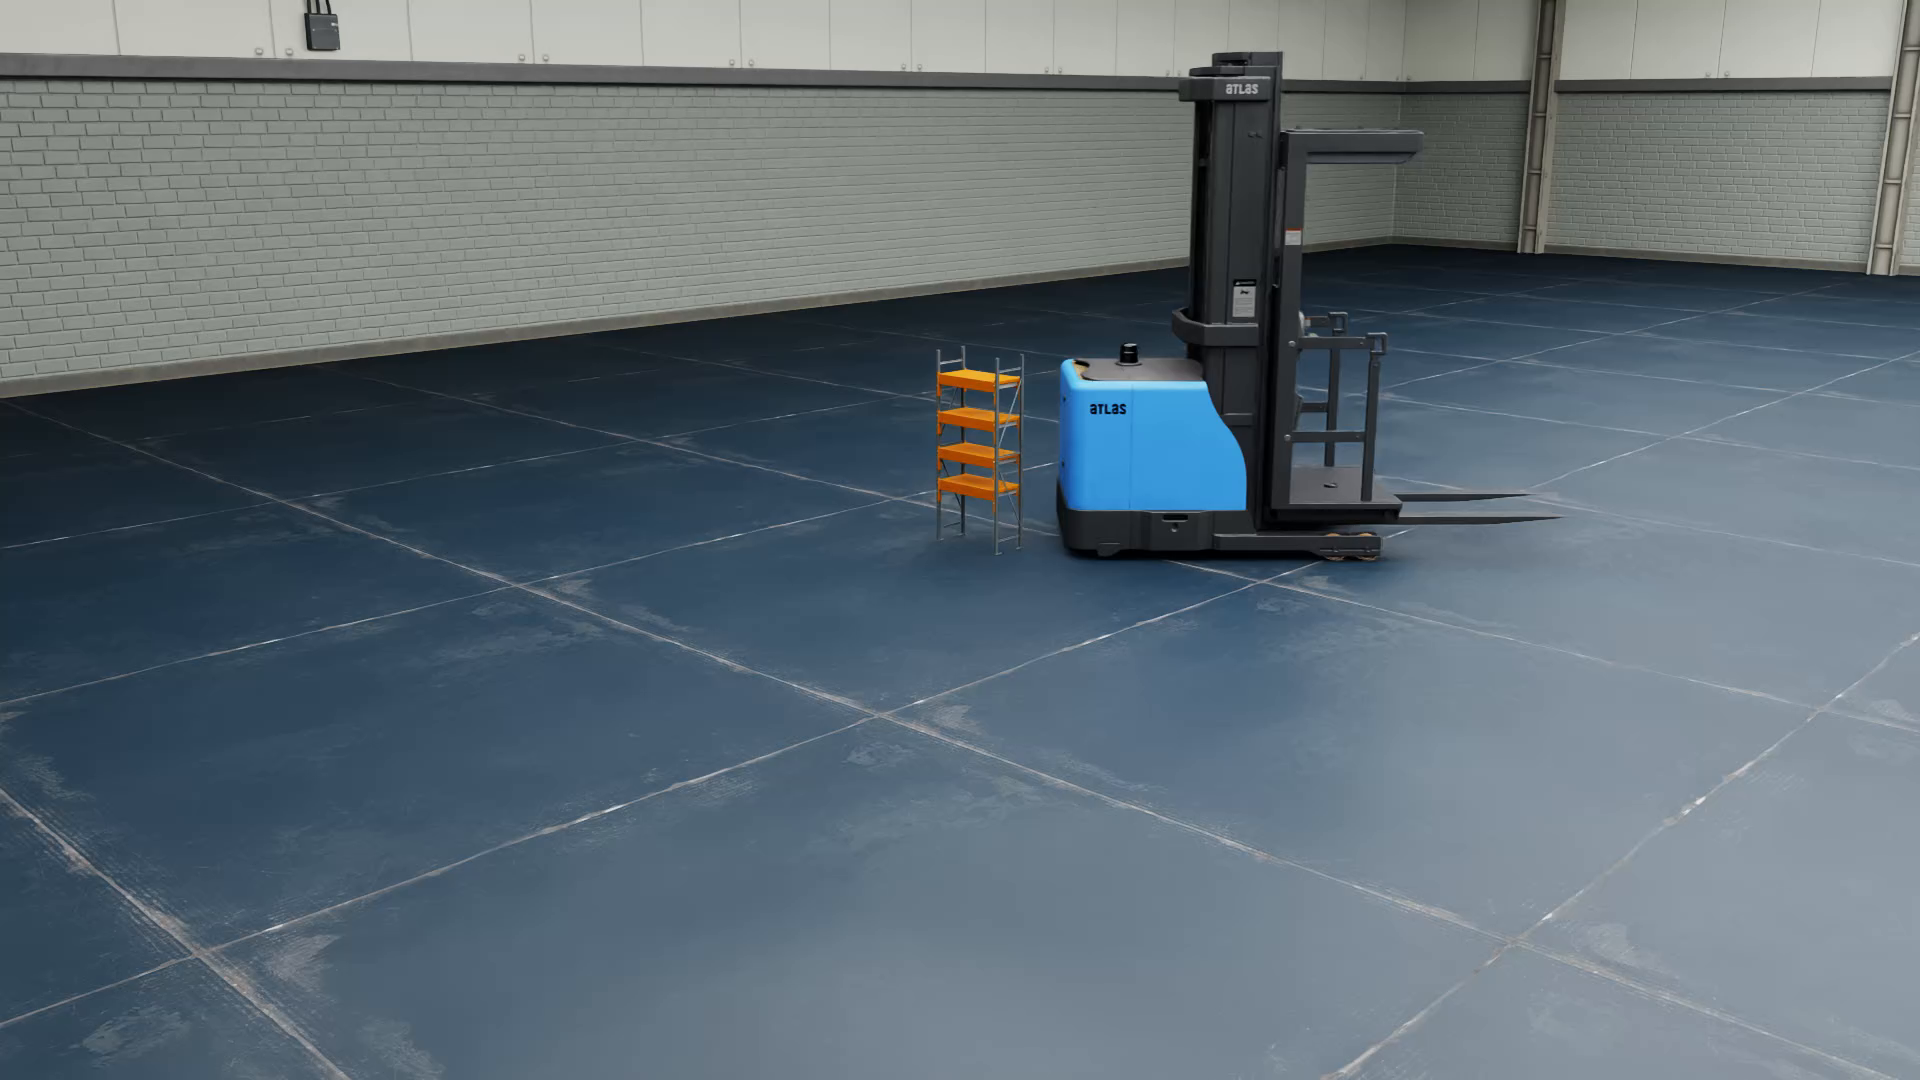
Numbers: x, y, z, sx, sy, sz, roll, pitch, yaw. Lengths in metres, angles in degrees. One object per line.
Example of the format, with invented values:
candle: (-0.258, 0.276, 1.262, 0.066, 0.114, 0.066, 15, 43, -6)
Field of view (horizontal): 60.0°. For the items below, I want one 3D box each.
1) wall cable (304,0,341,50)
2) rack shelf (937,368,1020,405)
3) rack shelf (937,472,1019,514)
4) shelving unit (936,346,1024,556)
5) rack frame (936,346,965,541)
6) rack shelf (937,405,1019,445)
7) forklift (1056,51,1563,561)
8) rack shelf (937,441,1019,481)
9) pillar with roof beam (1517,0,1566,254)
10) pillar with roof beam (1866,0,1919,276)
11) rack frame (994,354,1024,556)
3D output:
wall cable: (-5.824, -8.120, 17.005, 0.169, 6.003, 2.305, 14, 20, 42)
rack shelf: (0.119, -0.932, 10.071, 0.480, 0.148, 0.258, 14, 20, 42)
rack shelf: (0.119, -0.294, 10.237, 0.480, 0.148, 0.258, 14, 20, 42)
shelving unit: (0.119, -0.552, 10.170, 0.503, 1.200, 0.258, 14, 20, 42)
rack frame: (-0.057, -0.594, 10.333, 0.015, 1.200, 0.240, 14, 20, 42)
rack shelf: (0.119, -0.703, 10.130, 0.480, 0.148, 0.258, 14, 20, 42)
forklift: (2.147, -1.426, 10.091, 3.031, 2.935, 1.130, 0, 15, 0)
rack shelf: (0.119, -0.487, 10.187, 0.480, 0.148, 0.258, 14, 20, 42)
pillar with roof beam: (7.654, -8.935, 26.876, 0.400, 9.000, 9.100, 14, 20, 42)
pillar with roof beam: (11.973, -7.885, 22.846, 0.400, 9.000, 9.100, 14, 20, 42)
rack frame: (0.295, -0.509, 10.006, 0.015, 1.200, 0.240, 14, 20, 42)
